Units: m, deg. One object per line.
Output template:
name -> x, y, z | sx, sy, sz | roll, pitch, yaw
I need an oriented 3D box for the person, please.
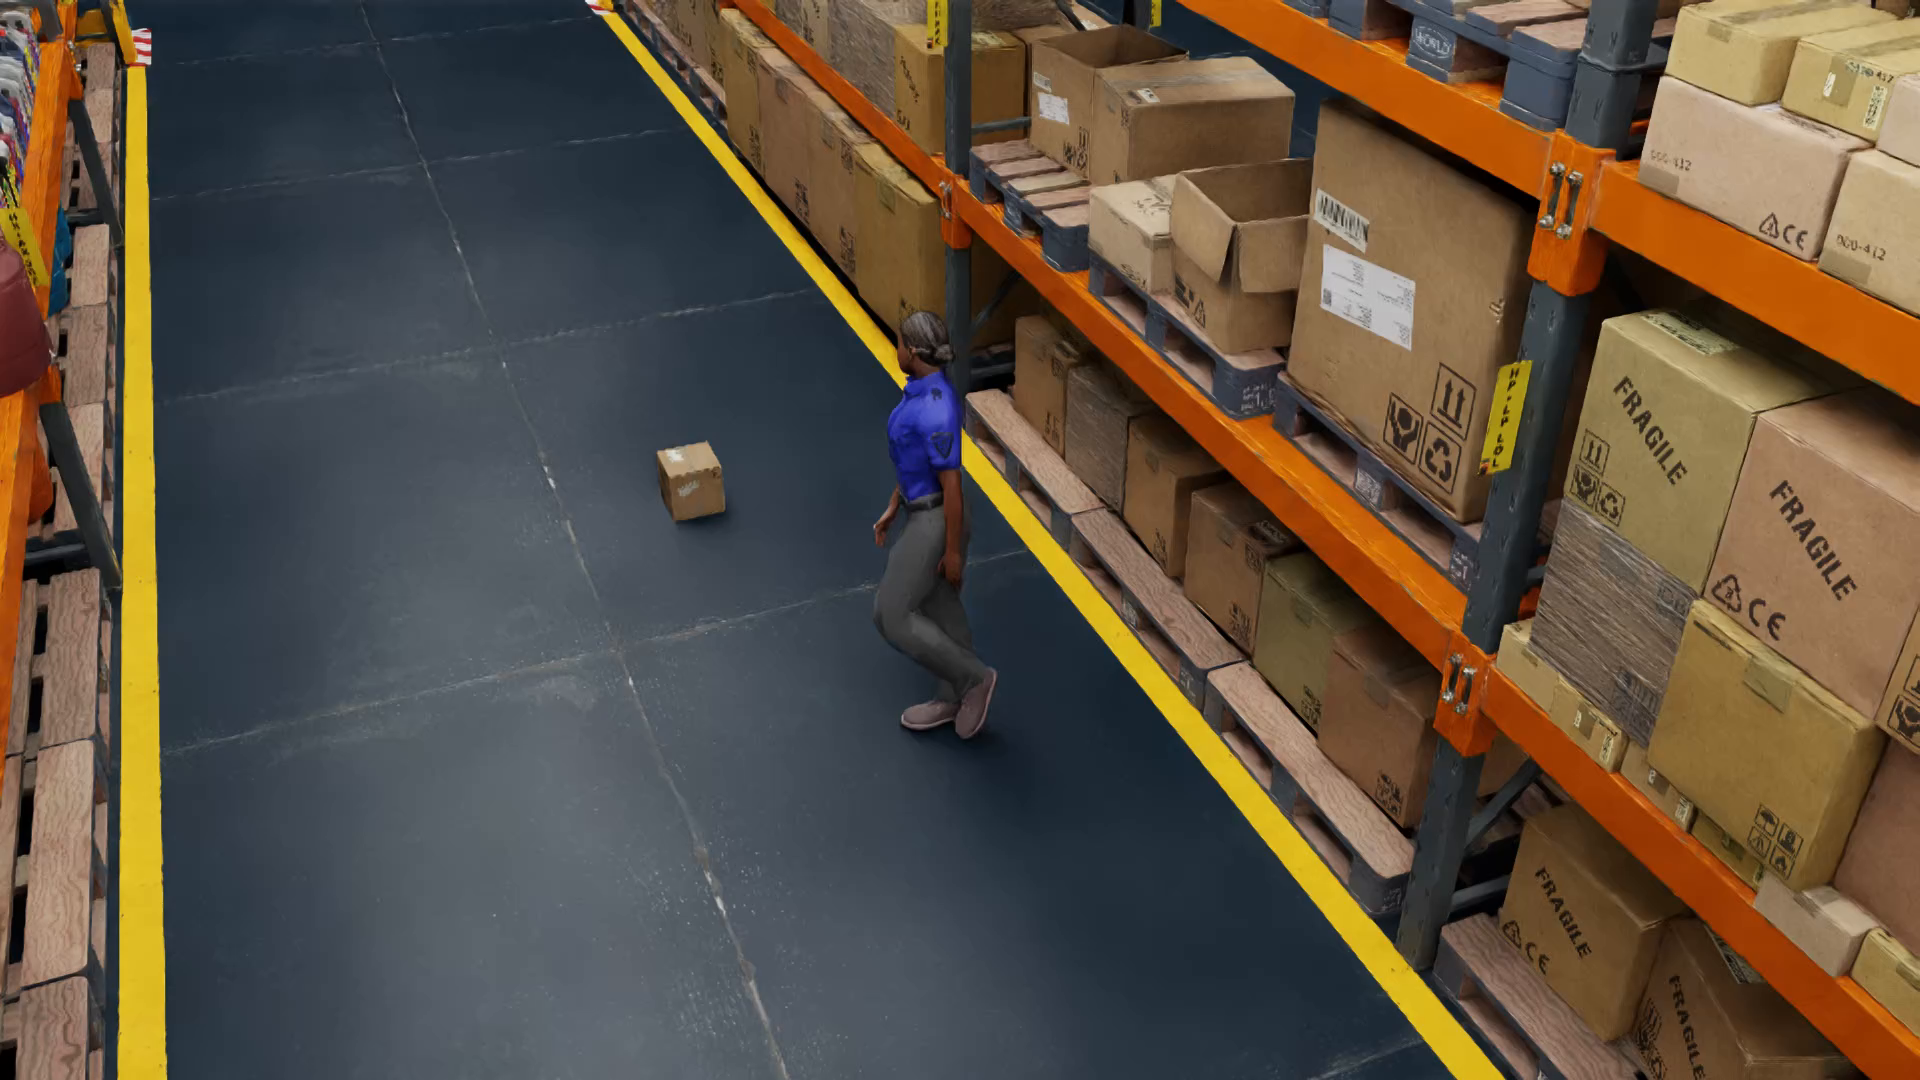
person -> -0.118, -0.077, 6.211 | 0.427, 1.559, 0.589 | -1, 34, -1
